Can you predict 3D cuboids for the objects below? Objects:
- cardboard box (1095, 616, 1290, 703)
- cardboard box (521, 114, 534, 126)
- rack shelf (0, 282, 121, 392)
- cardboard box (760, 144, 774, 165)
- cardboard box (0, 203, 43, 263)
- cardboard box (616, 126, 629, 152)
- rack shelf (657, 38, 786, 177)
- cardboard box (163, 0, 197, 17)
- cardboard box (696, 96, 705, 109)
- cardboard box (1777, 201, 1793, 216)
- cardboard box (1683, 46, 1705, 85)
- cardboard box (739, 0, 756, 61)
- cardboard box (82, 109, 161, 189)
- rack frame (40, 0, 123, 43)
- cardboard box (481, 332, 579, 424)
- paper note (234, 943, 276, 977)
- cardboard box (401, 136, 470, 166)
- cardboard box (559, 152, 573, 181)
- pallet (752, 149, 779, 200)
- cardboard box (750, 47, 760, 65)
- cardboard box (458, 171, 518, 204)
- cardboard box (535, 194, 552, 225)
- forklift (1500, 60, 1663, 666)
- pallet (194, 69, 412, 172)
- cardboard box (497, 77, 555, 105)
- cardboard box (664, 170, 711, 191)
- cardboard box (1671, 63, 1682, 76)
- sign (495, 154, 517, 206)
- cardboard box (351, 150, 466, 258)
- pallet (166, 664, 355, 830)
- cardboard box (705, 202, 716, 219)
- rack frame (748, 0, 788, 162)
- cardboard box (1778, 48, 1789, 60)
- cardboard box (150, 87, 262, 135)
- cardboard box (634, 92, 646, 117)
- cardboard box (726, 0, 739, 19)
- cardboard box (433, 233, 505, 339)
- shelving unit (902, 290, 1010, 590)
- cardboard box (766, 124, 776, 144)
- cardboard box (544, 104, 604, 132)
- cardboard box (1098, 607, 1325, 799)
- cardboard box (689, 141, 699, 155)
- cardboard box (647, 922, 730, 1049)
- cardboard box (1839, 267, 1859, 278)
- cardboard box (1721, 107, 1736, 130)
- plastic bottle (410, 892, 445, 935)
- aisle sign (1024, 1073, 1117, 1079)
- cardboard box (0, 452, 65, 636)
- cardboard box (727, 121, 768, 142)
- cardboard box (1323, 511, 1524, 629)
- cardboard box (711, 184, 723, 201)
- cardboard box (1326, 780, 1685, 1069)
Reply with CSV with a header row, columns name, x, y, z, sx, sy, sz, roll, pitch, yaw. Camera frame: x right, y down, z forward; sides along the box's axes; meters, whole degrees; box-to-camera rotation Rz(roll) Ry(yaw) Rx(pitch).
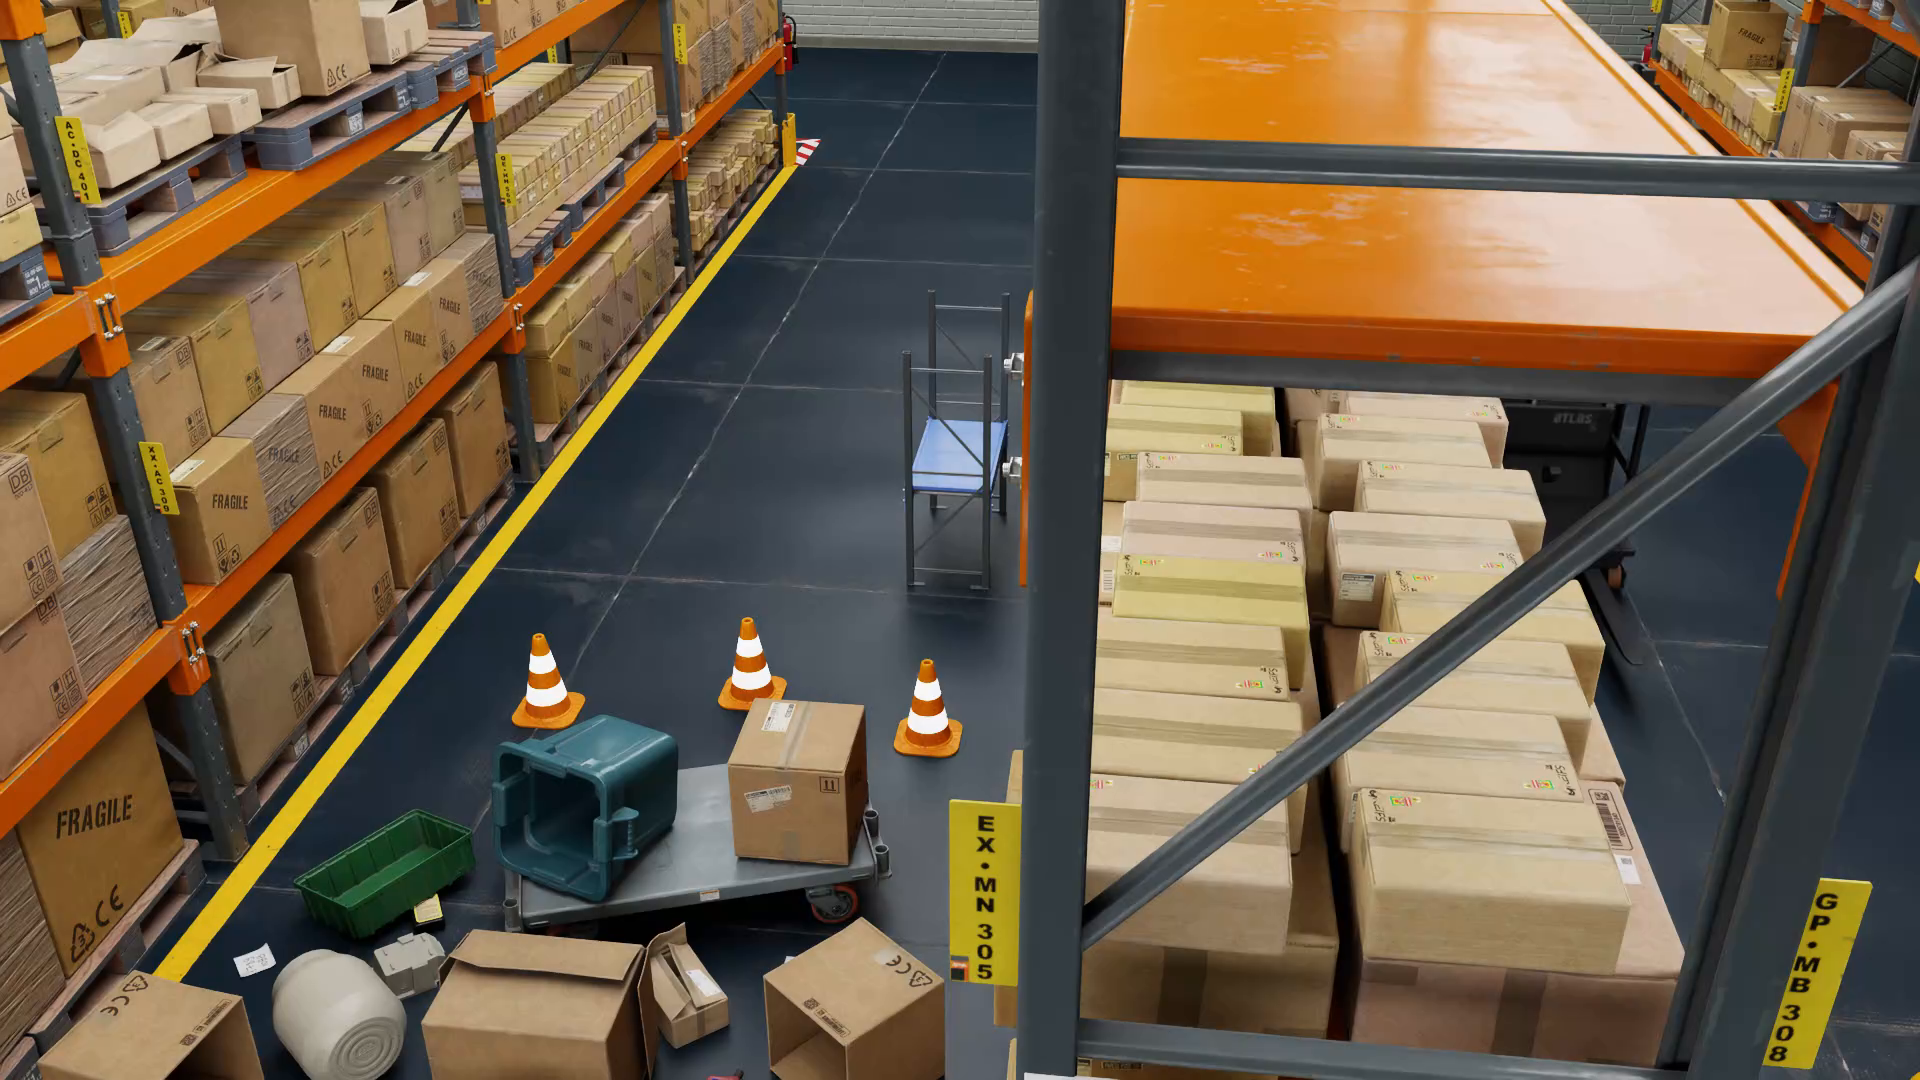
name,x,y,z,sx,sy,sz,roll,pitch,yaw
cardboard box,0.415,0.277,3.127,0.380,0.149,0.250,3,28,6
cardboard box,-3.499,-3.187,12.804,0.380,0.149,0.250,4,29,8
rack shelf,-4.096,0.069,4.847,1.077,0.370,4.000,3,28,6
cardboard box,-2.169,-4.060,17.478,0.380,0.149,0.250,4,29,8
cardboard box,-3.579,-1.117,6.007,0.380,0.149,0.250,3,28,6
cardboard box,-2.818,-3.152,13.053,0.380,0.149,0.250,2,28,4
rack shelf,-2.626,-4.259,16.043,1.077,0.370,4.000,3,28,6
cardboard box,-7.401,-4.807,15.356,0.500,0.500,0.500,3,28,6
cardboard box,-2.534,-4.020,15.106,0.380,0.149,0.250,2,28,4
cardboard box,7.031,-2.903,14.961,0.700,0.500,0.500,2,28,4
cardboard box,7.027,-4.381,15.356,0.500,0.250,0.500,3,28,5
cardboard box,-2.301,-4.984,16.212,0.500,0.500,0.500,3,29,6
cardboard box,-3.530,-1.628,6.833,0.258,0.266,0.396,3,28,5
rack frame,-7.781,-3.970,14.748,1.000,3.000,0.127,3,28,6
cardboard box,-3.021,-1.154,11.714,0.500,0.500,0.500,2,28,4
paper note,-3.035,1.808,7.154,0.147,0.020,0.142,-17,33,-29
cardboard box,-3.662,-2.712,11.608,0.380,0.149,0.250,4,29,8
cardboard box,-2.980,-2.662,11.829,0.380,0.149,0.250,3,28,6
pallet,-2.525,-3.873,17.509,1.003,0.211,1.213,3,28,6
cardboard box,-2.232,-4.881,16.705,0.380,0.149,0.250,4,29,8
cardboard box,-3.112,-2.296,10.836,0.380,0.149,0.250,3,28,6
cardboard box,-3.040,-2.278,11.429,0.380,0.149,0.250,5,29,9
forklift,3.438,-1.159,9.604,1.130,2.935,3.031,2,28,5
pallet,-3.522,-2.156,8.418,1.003,0.211,1.213,5,29,9
cardboard box,-3.438,-3.559,13.181,0.380,0.149,0.250,4,29,7
cardboard box,-2.539,-3.348,15.530,0.380,0.149,0.250,3,28,5
cardboard box,7.173,-4.618,16.217,0.380,0.149,0.250,4,29,7
sign,-2.810,-2.230,10.298,0.100,0.325,0.005,3,28,6
cardboard box,-3.426,-2.025,9.978,0.700,0.500,0.500,3,28,6
pallet,-3.832,0.992,8.479,1.003,0.211,1.213,3,28,6
cardboard box,-2.515,-3.084,15.667,0.380,0.149,0.250,3,28,5
rack frame,-2.381,-5.517,17.620,1.000,3.000,0.127,3,28,6
cardboard box,7.548,-4.348,15.294,0.500,0.250,0.500,4,29,8
cardboard box,-3.422,-1.952,7.556,0.380,0.149,0.250,3,28,6
cardboard box,-2.755,-3.516,13.415,0.380,0.149,0.250,4,29,7
cardboard box,-2.369,-5.169,15.501,0.500,0.500,0.500,2,28,4
cardboard box,-3.150,-1.568,10.184,0.500,0.500,0.500,3,28,6
shelving unit,-0.010,-0.620,10.112,0.538,1.500,1.048,3,28,6
cardboard box,-2.162,-4.313,17.634,0.380,0.149,0.250,3,28,5
cardboard box,-2.887,-3.156,12.433,0.380,0.149,0.250,2,28,4
cardboard box,0.455,0.377,3.362,0.500,0.250,0.500,3,28,6
cardboard box,-2.846,-3.982,16.707,0.380,0.149,0.250,4,29,8
cardboard box,-1.156,1.834,6.858,0.258,0.266,0.396,-17,33,-29
cardboard box,6.675,-1.938,12.485,0.380,0.149,0.250,3,28,5
cardboard box,6.850,-3.653,14.424,0.380,0.149,0.250,3,28,5
plastic bottle,-2.387,1.643,7.428,0.133,0.061,0.283,-11,30,-20
aisle sign,0.288,1.122,2.555,0.394,0.787,0.004,3,28,6
cardboard box,-3.883,0.028,6.032,0.875,0.550,0.550,3,28,6
cardboard box,-2.188,-4.200,17.112,0.380,0.149,0.250,3,28,5
cardboard box,0.977,0.069,3.514,0.380,0.149,0.250,3,28,6
cardboard box,-2.480,-3.343,15.834,0.380,0.149,0.250,5,29,9
cardboard box,0.910,0.648,2.859,0.500,0.250,0.500,3,28,5
